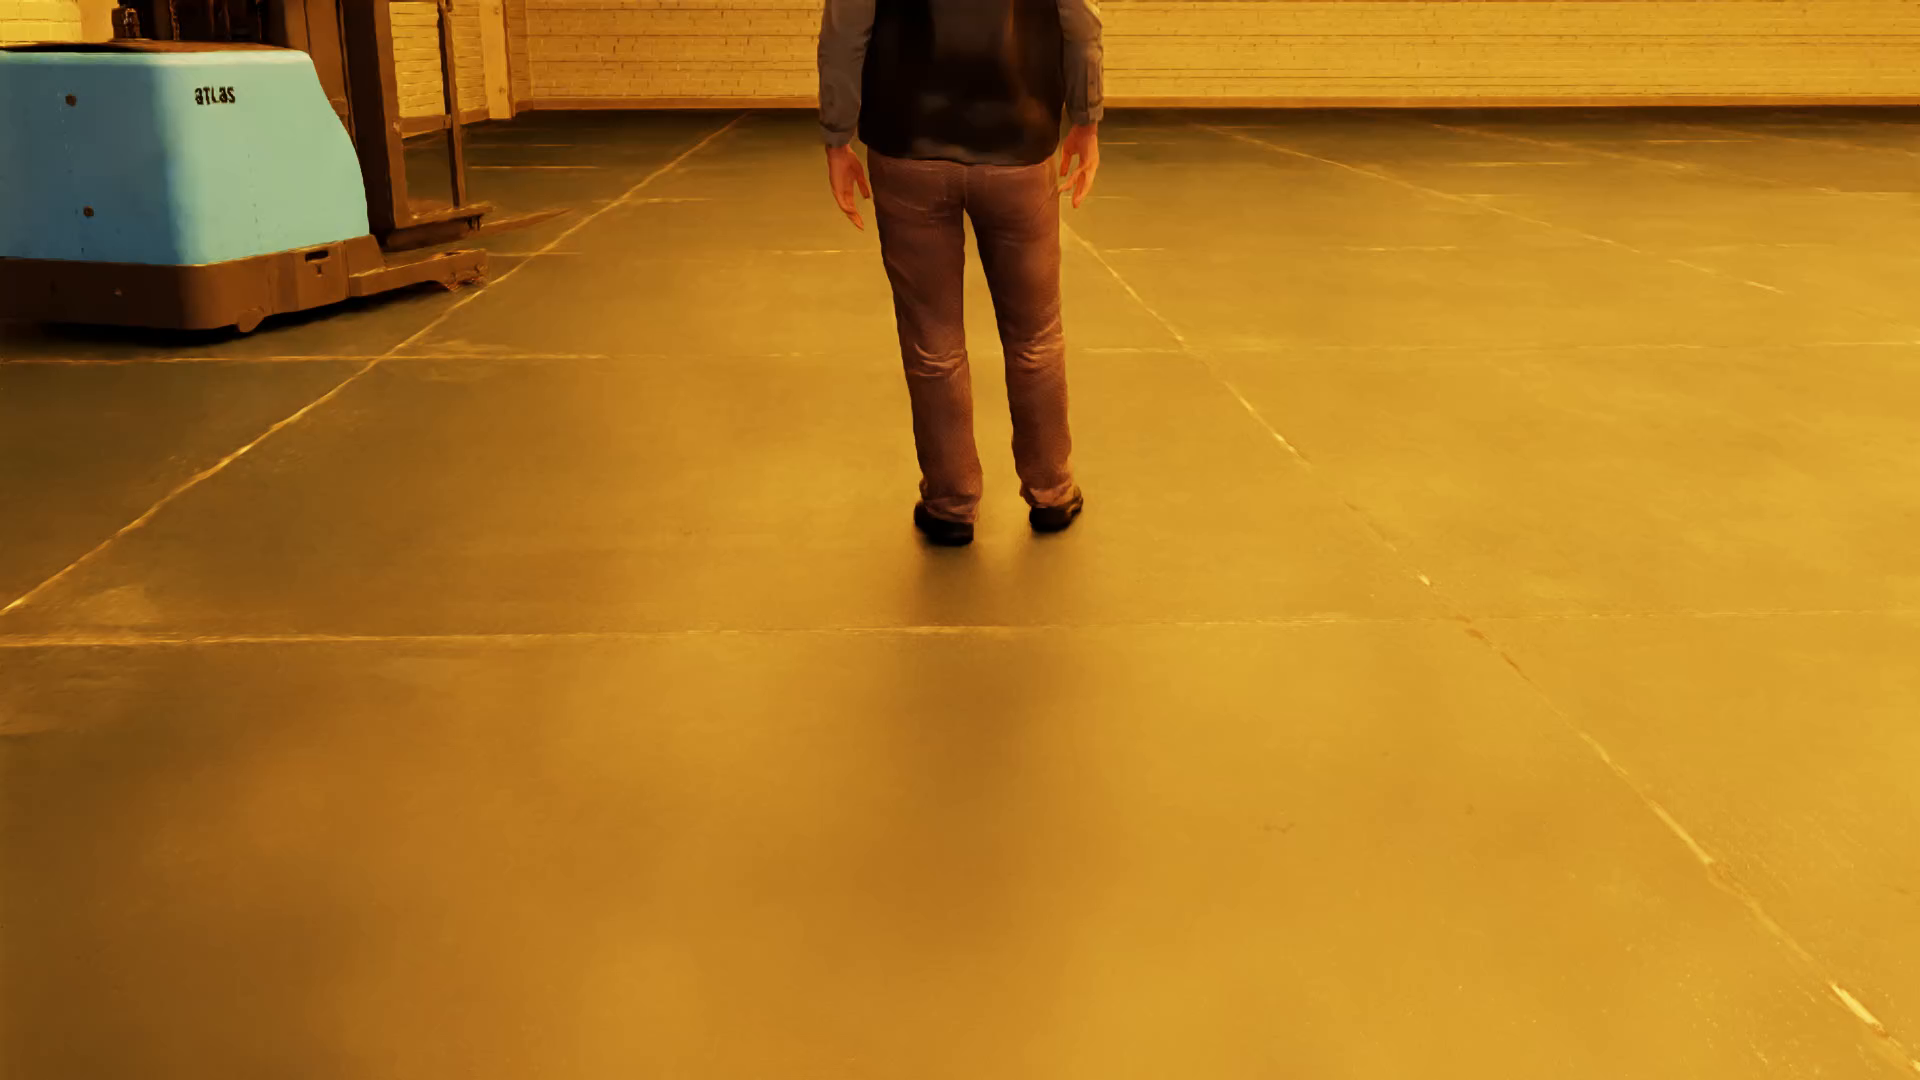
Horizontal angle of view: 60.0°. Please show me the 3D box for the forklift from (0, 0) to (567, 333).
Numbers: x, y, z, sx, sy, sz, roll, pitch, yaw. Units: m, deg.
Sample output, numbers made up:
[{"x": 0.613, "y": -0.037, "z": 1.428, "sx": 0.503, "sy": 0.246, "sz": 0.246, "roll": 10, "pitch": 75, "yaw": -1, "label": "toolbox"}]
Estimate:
[{"x": -2.888, "y": -2.584, "z": 7.355, "sx": 1.130, "sy": 2.935, "sz": 3.031, "roll": 5, "pitch": 18, "yaw": 16, "label": "forklift"}]

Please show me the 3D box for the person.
[{"x": 0.005, "y": -0.848, "z": 3.724, "sx": 0.632, "sy": 1.720, "sz": 0.567, "roll": -1, "pitch": 17, "yaw": -3, "label": "person"}]
